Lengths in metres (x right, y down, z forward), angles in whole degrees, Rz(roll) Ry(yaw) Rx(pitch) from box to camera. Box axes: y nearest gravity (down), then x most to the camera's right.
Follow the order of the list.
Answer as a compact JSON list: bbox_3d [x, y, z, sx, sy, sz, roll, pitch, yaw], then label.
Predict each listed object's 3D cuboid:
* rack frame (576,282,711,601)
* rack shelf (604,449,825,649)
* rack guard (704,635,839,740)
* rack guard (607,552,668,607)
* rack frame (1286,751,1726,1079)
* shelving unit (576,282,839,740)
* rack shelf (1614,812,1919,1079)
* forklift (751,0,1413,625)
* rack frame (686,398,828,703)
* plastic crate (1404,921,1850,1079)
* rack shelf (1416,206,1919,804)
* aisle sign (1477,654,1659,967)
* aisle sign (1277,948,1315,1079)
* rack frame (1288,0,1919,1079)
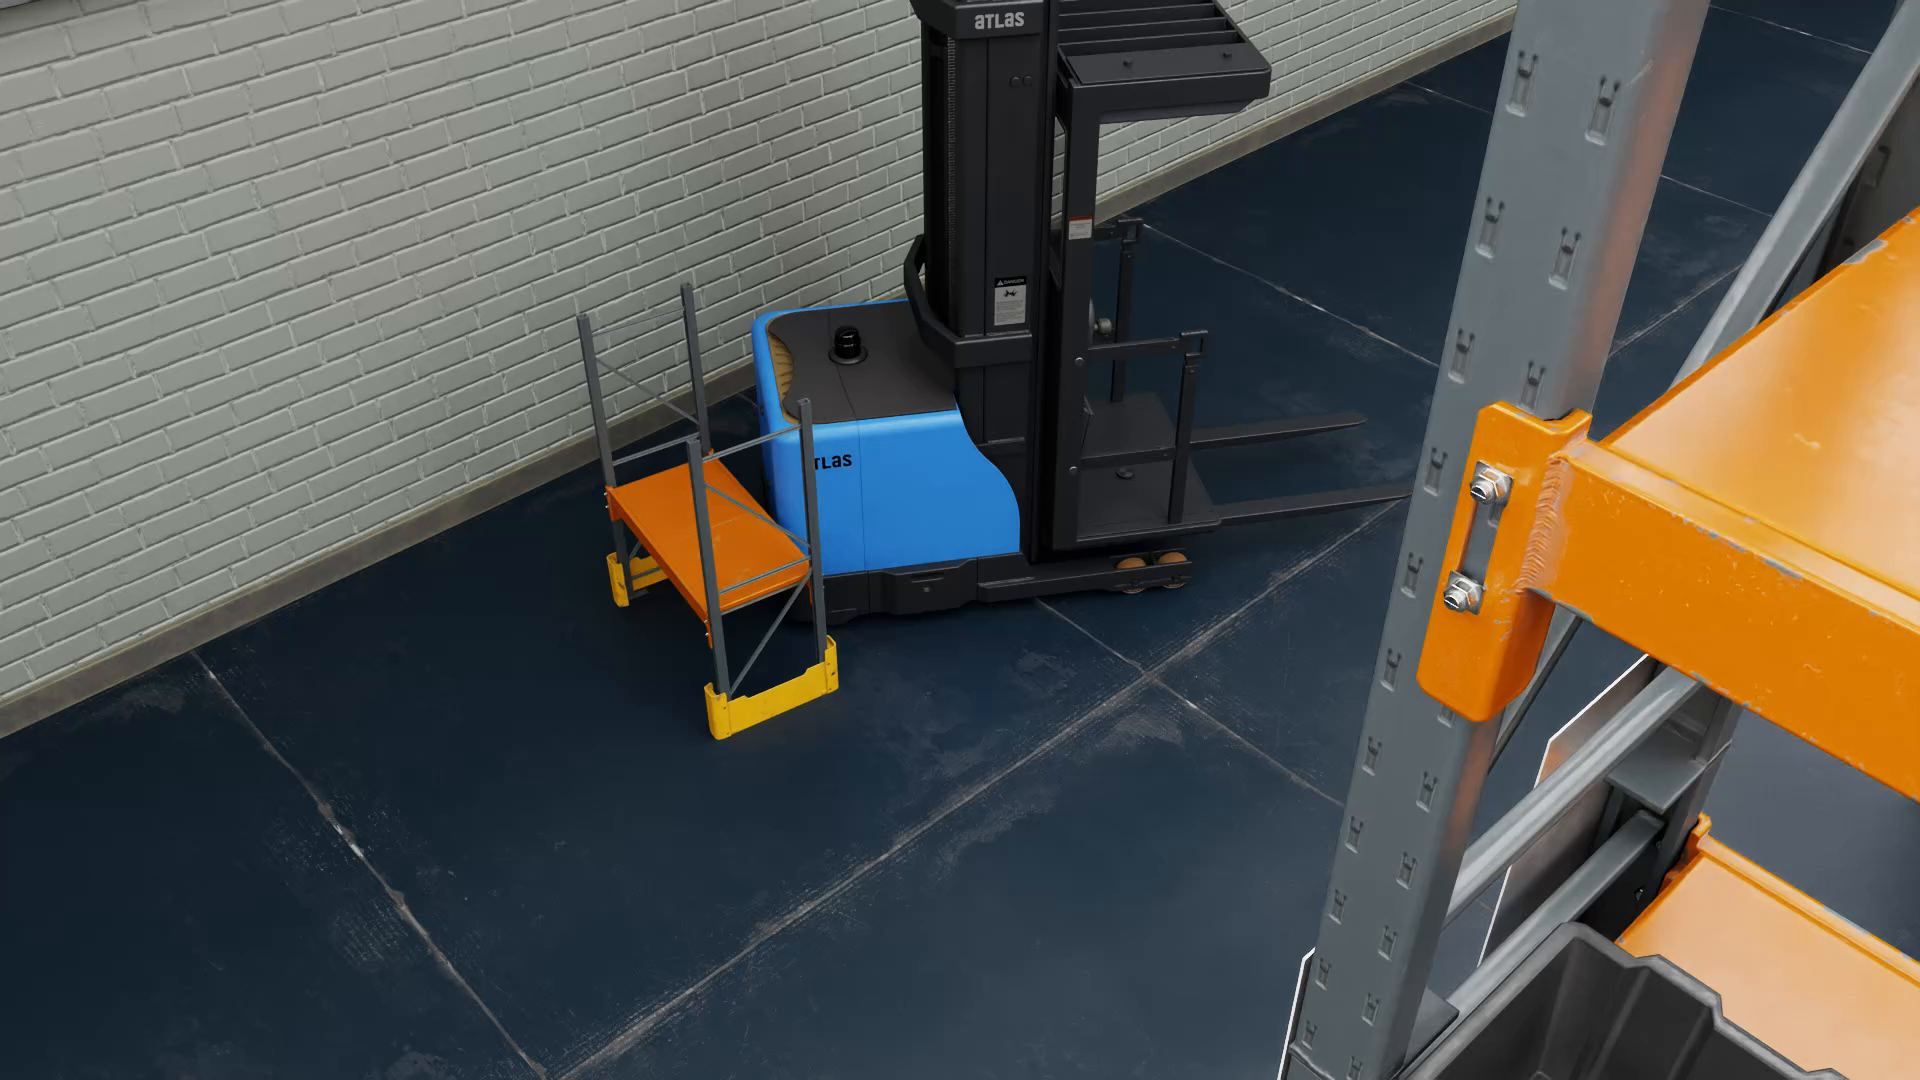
[{"bbox_3d":[-1.325,-0.395,7.252,0.500,1.500,0.032,-22,44,-25],"label":"rack frame"},{"bbox_3d":[-1.050,0.014,7.033,0.538,0.185,1.000,-22,44,-25],"label":"rack shelf"},{"bbox_3d":[-0.786,0.619,6.993,0.587,0.250,0.087,-22,44,-25],"label":"rack guard"},{"bbox_3d":[-1.324,0.092,7.644,0.587,0.250,0.087,-22,44,-25],"label":"rack guard"},{"bbox_3d":[0.866,1.694,3.474,1.000,3.000,0.127,-30,48,-32],"label":"rack frame"},{"bbox_3d":[-1.055,-0.131,6.926,0.587,1.500,1.083,-22,44,-25],"label":"shelving unit"},{"bbox_3d":[2.218,1.732,1.611,1.077,0.370,4.000,-30,48,-32],"label":"rack shelf"},{"bbox_3d":[0.611,-1.215,7.129,3.031,2.935,1.130,-7,39,-9],"label":"forklift"},{"bbox_3d":[-0.775,0.143,6.587,0.500,1.500,0.032,-22,44,-25],"label":"rack frame"},{"bbox_3d":[0.921,0.874,2.205,0.497,0.269,0.590,-30,48,-32],"label":"plastic crate"},{"bbox_3d":[2.218,0.721,0.794,1.077,0.370,4.000,-30,48,-32],"label":"rack shelf"},{"bbox_3d":[1.033,0.524,2.852,0.394,0.787,0.004,-30,48,-32],"label":"aisle sign"},{"bbox_3d":[0.598,0.775,2.542,0.394,0.787,0.004,-30,48,-32],"label":"aisle sign"},{"bbox_3d":[0.866,-0.640,1.589,1.000,3.000,0.127,-30,48,-32],"label":"rack frame"}]
